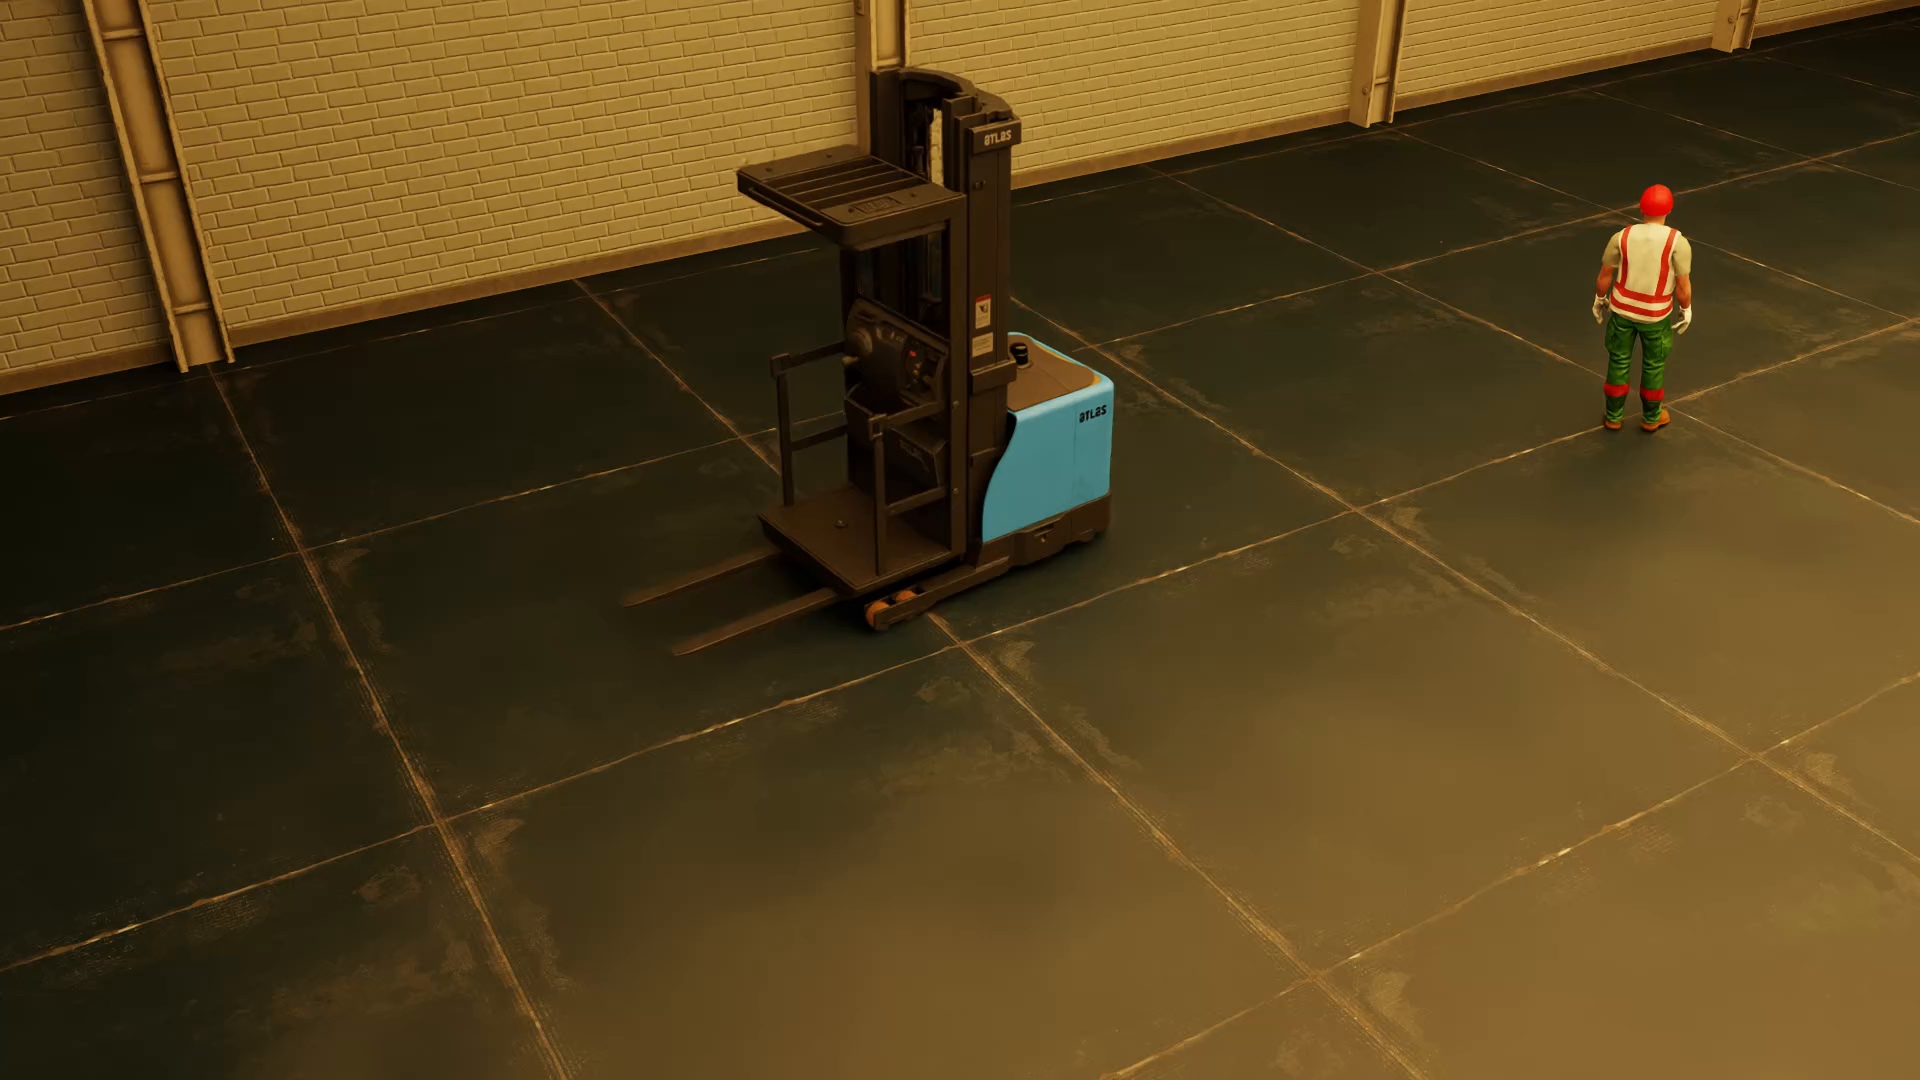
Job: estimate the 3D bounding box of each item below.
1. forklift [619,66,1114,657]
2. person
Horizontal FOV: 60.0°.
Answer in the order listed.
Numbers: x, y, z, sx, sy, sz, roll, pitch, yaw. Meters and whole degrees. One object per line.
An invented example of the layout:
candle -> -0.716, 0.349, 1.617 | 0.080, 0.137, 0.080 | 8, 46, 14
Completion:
forklift -> -0.536, -1.041, 9.385 | 3.031, 2.935, 1.130 | -21, 37, -31
person -> 4.698, -1.603, 11.422 | 0.638, 1.787, 0.564 | 18, 36, 28
